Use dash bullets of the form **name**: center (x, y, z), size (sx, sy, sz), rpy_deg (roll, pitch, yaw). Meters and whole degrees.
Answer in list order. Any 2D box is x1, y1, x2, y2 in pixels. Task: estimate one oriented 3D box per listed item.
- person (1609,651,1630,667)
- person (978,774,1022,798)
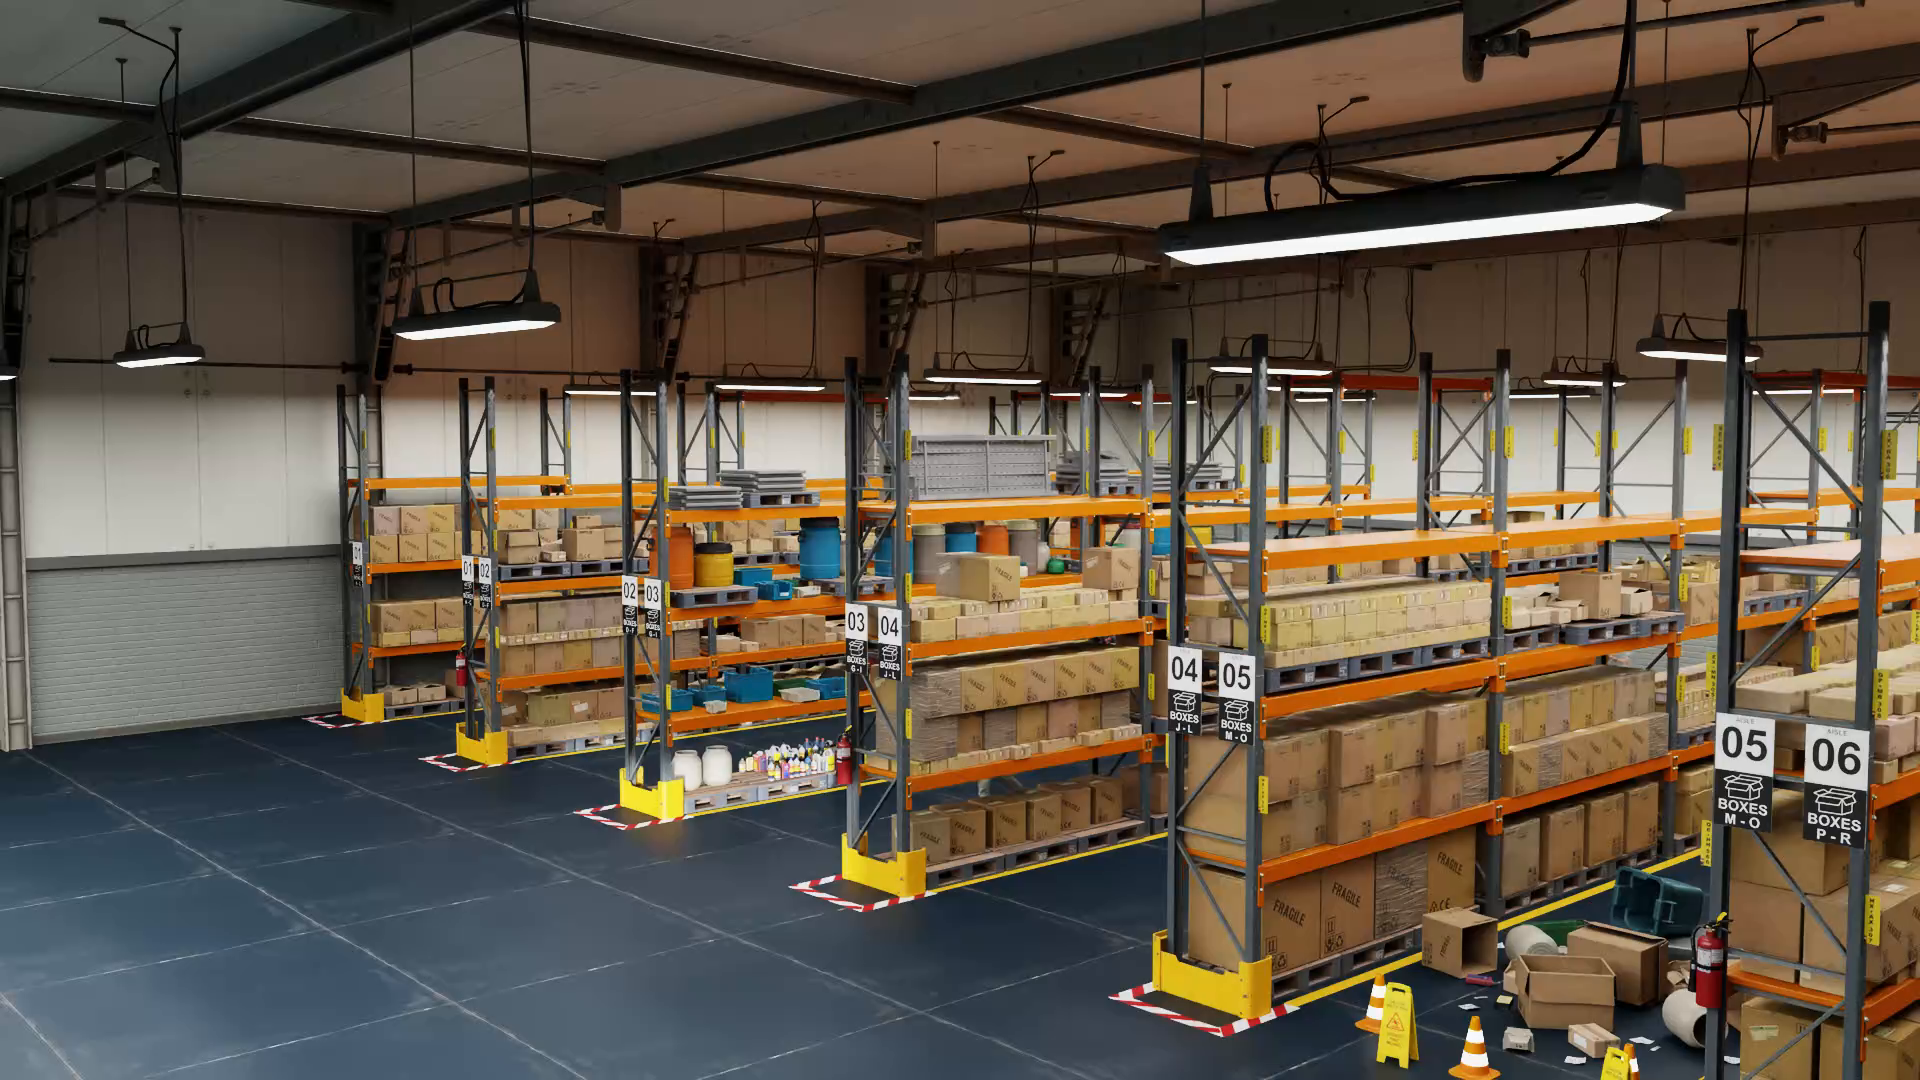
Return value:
- **person**: center (11.933, 2.348, 30.203), size (0.587, 1.644, 0.816), rpy_deg (-2, 4, -32)
- **person**: center (0.466, 2.780, 22.703), size (0.667, 1.778, 0.860), rpy_deg (3, 5, 42)
